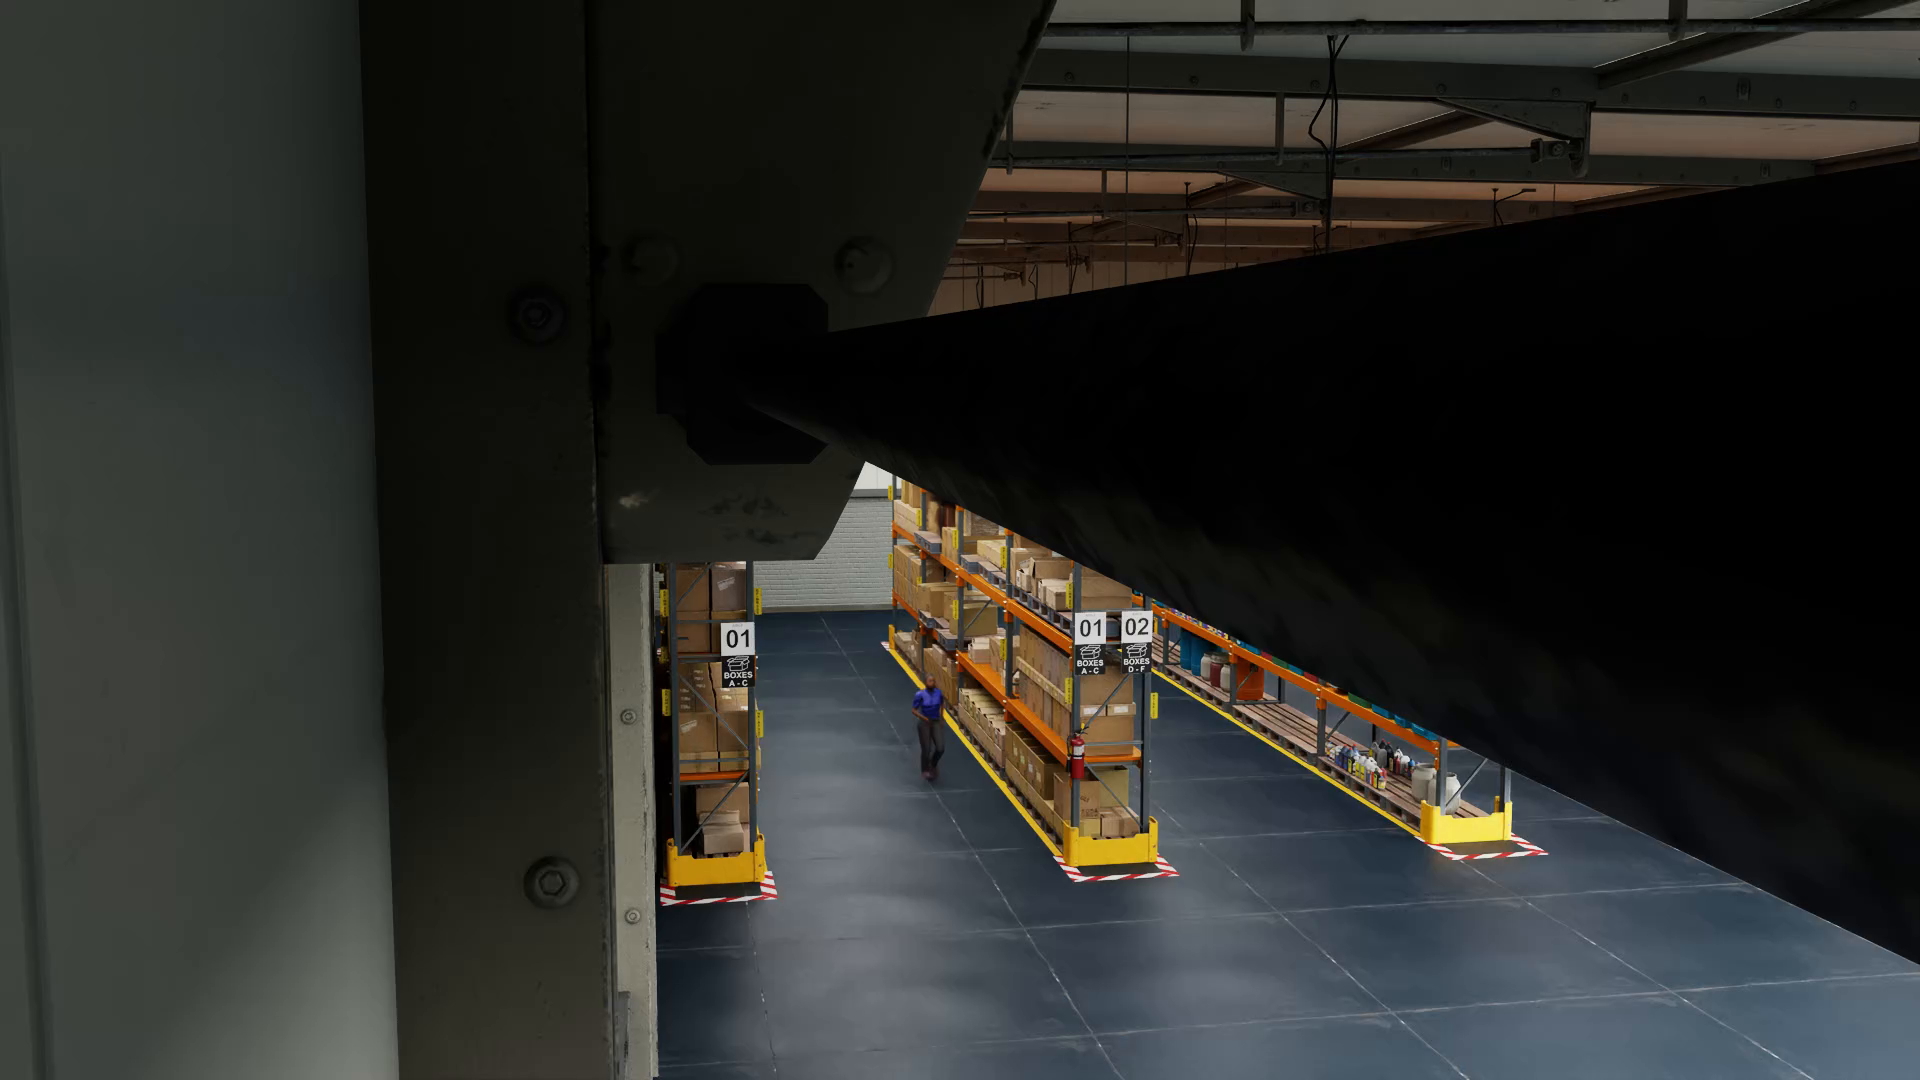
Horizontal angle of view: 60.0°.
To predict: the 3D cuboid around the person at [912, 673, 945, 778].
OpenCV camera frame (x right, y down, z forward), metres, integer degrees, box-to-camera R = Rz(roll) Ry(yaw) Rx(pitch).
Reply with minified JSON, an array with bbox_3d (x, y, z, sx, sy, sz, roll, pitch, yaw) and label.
[{"bbox_3d":[-0.443,2.813,25.057,0.570,1.622,0.584,-2,7,-19],"label":"person"}]
